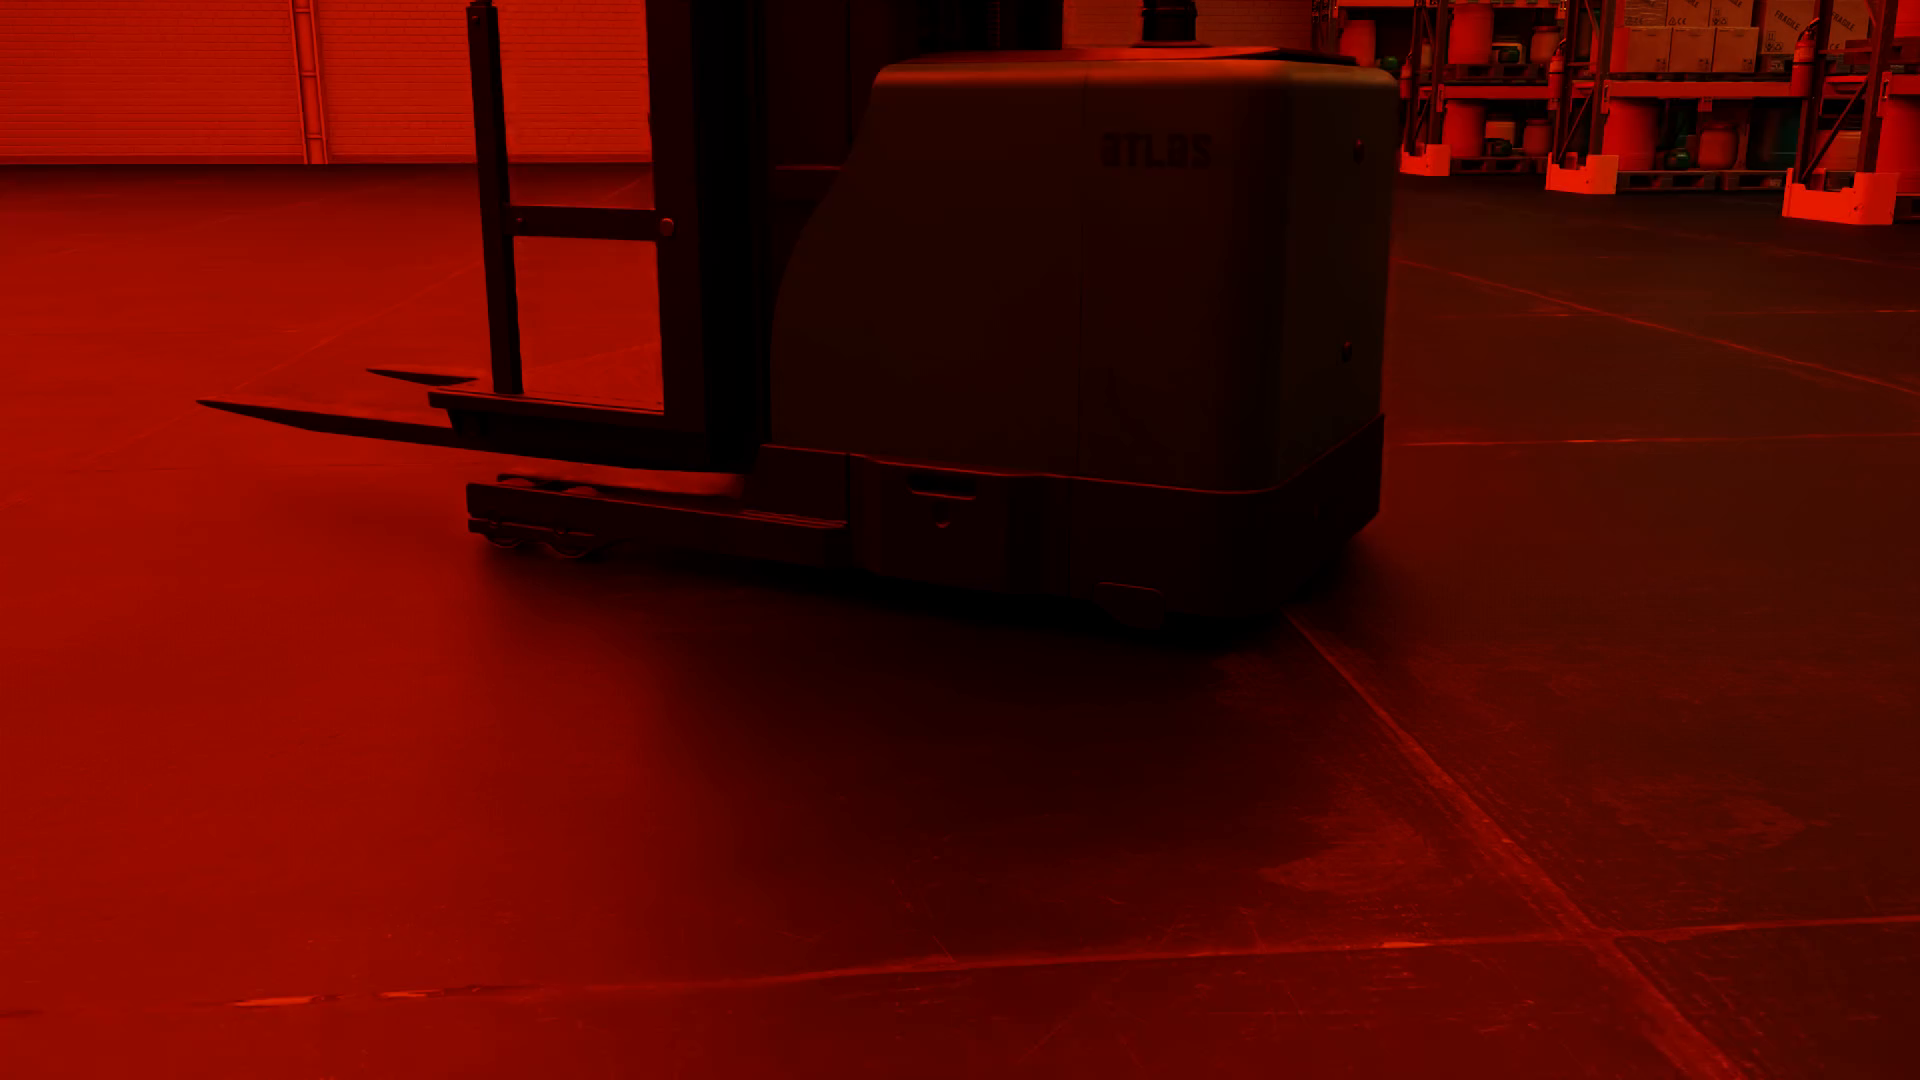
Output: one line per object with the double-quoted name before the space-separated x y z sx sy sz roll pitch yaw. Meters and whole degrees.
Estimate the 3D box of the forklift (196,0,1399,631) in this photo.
"forklift" -0.569 -1.485 3.818 3.031 2.935 1.130 7 16 26
